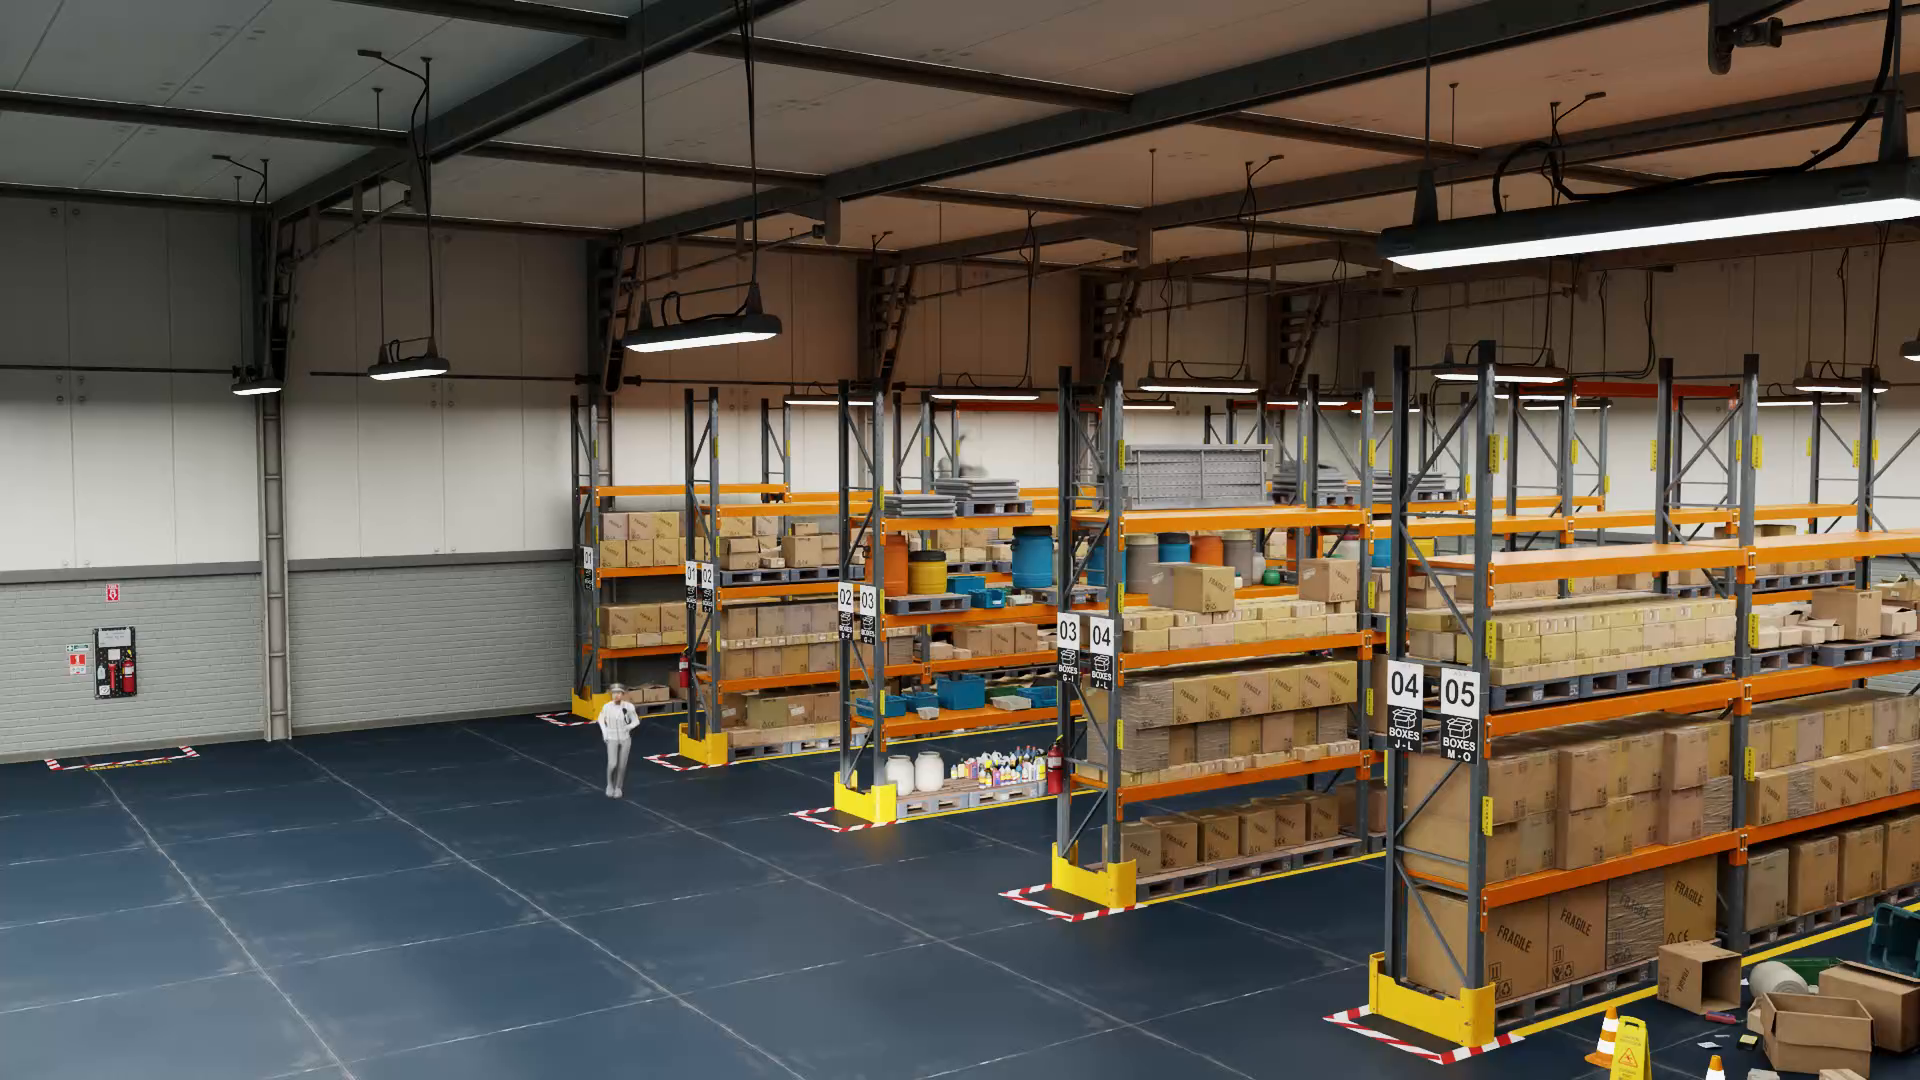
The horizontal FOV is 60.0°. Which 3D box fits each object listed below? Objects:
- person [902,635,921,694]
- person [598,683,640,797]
[{"bbox_3d":[-1.077,2.369,31.612,0.663,1.735,0.640,-3,5,-44],"label":"person"},{"bbox_3d":[-4.909,2.886,23.915,0.580,1.661,0.608,-1,3,-10],"label":"person"}]
